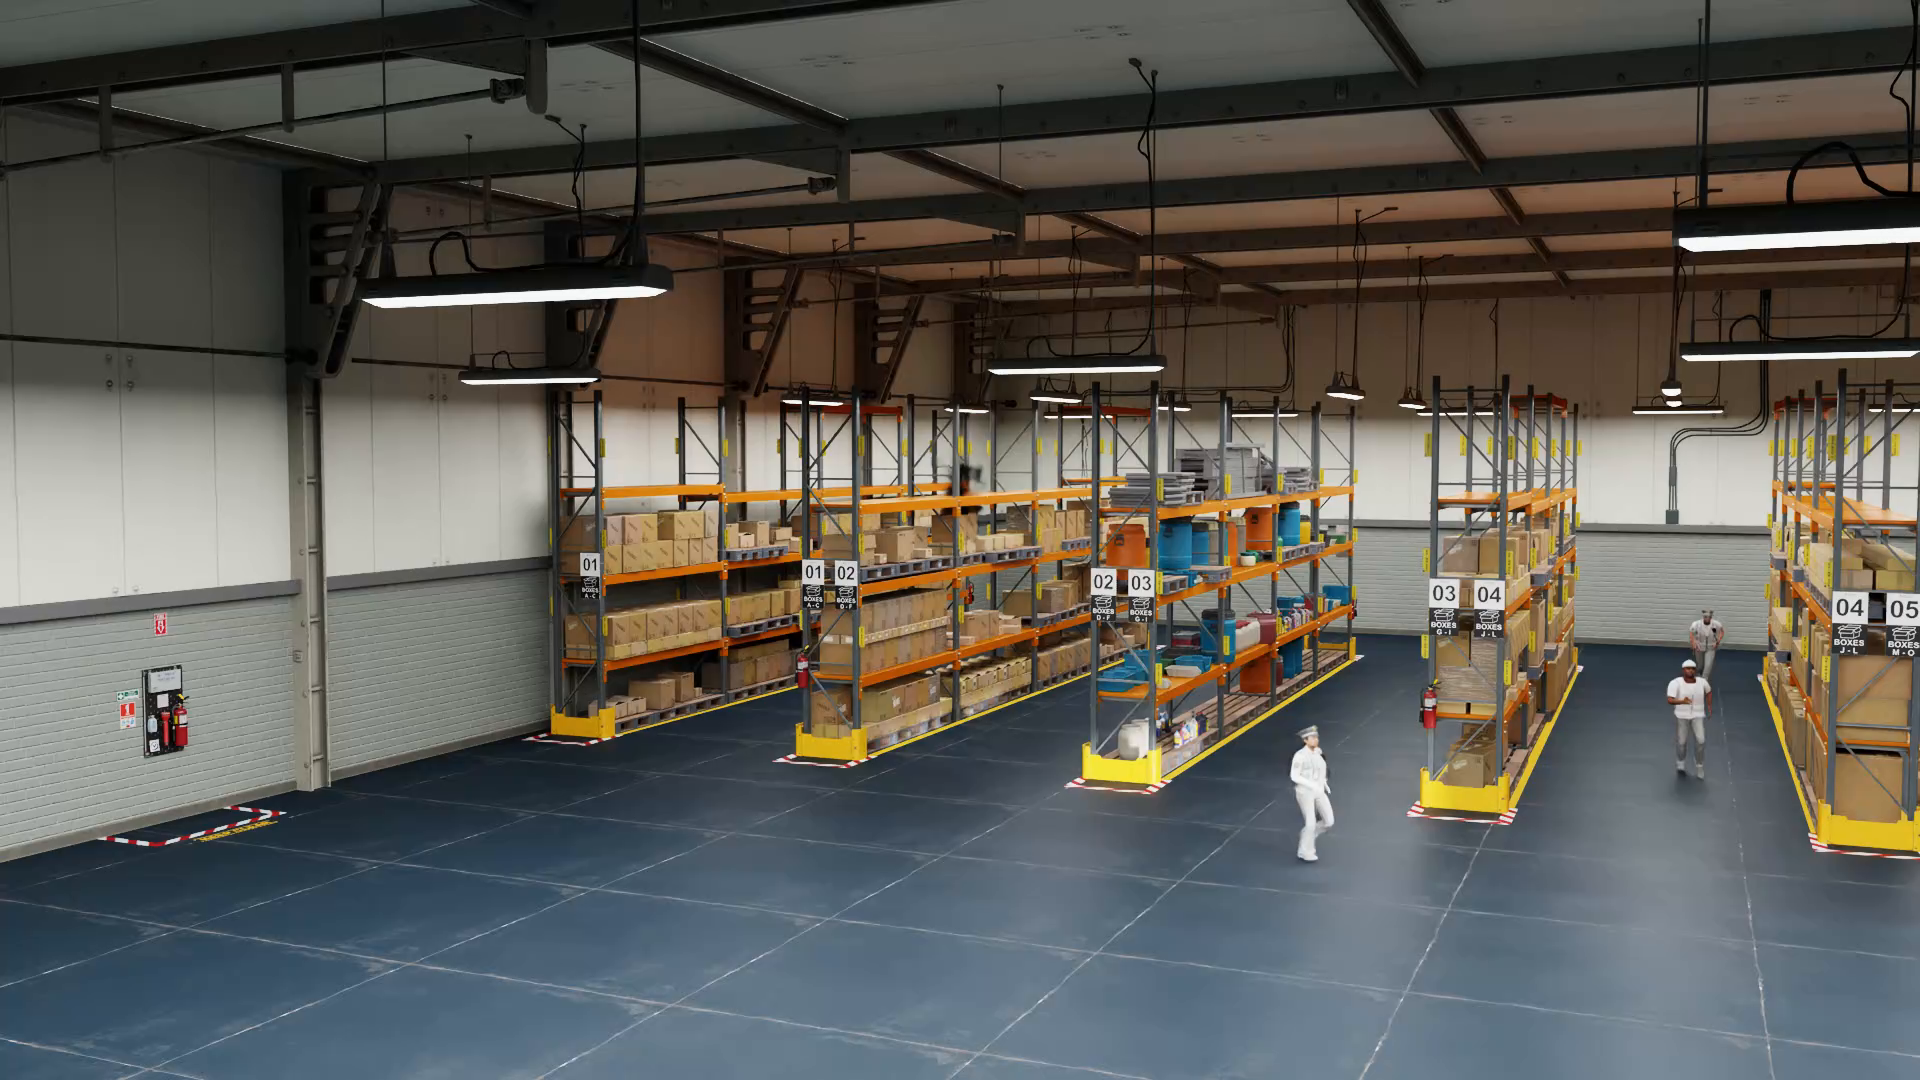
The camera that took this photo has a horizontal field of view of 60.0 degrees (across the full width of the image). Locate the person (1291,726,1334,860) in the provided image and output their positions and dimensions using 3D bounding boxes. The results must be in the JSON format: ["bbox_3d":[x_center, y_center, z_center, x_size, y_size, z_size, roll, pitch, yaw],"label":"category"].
[{"bbox_3d":[4.280,3.058,20.066,0.589,1.653,0.528,-2,4,-31],"label":"person"}]

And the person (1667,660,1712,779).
[{"bbox_3d":[11.121,2.729,25.324,0.684,1.816,0.731,1,3,15],"label":"person"}]

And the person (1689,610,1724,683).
[{"bbox_3d":[15.501,2.278,34.568,0.664,1.731,0.910,1,3,17],"label":"person"}]
